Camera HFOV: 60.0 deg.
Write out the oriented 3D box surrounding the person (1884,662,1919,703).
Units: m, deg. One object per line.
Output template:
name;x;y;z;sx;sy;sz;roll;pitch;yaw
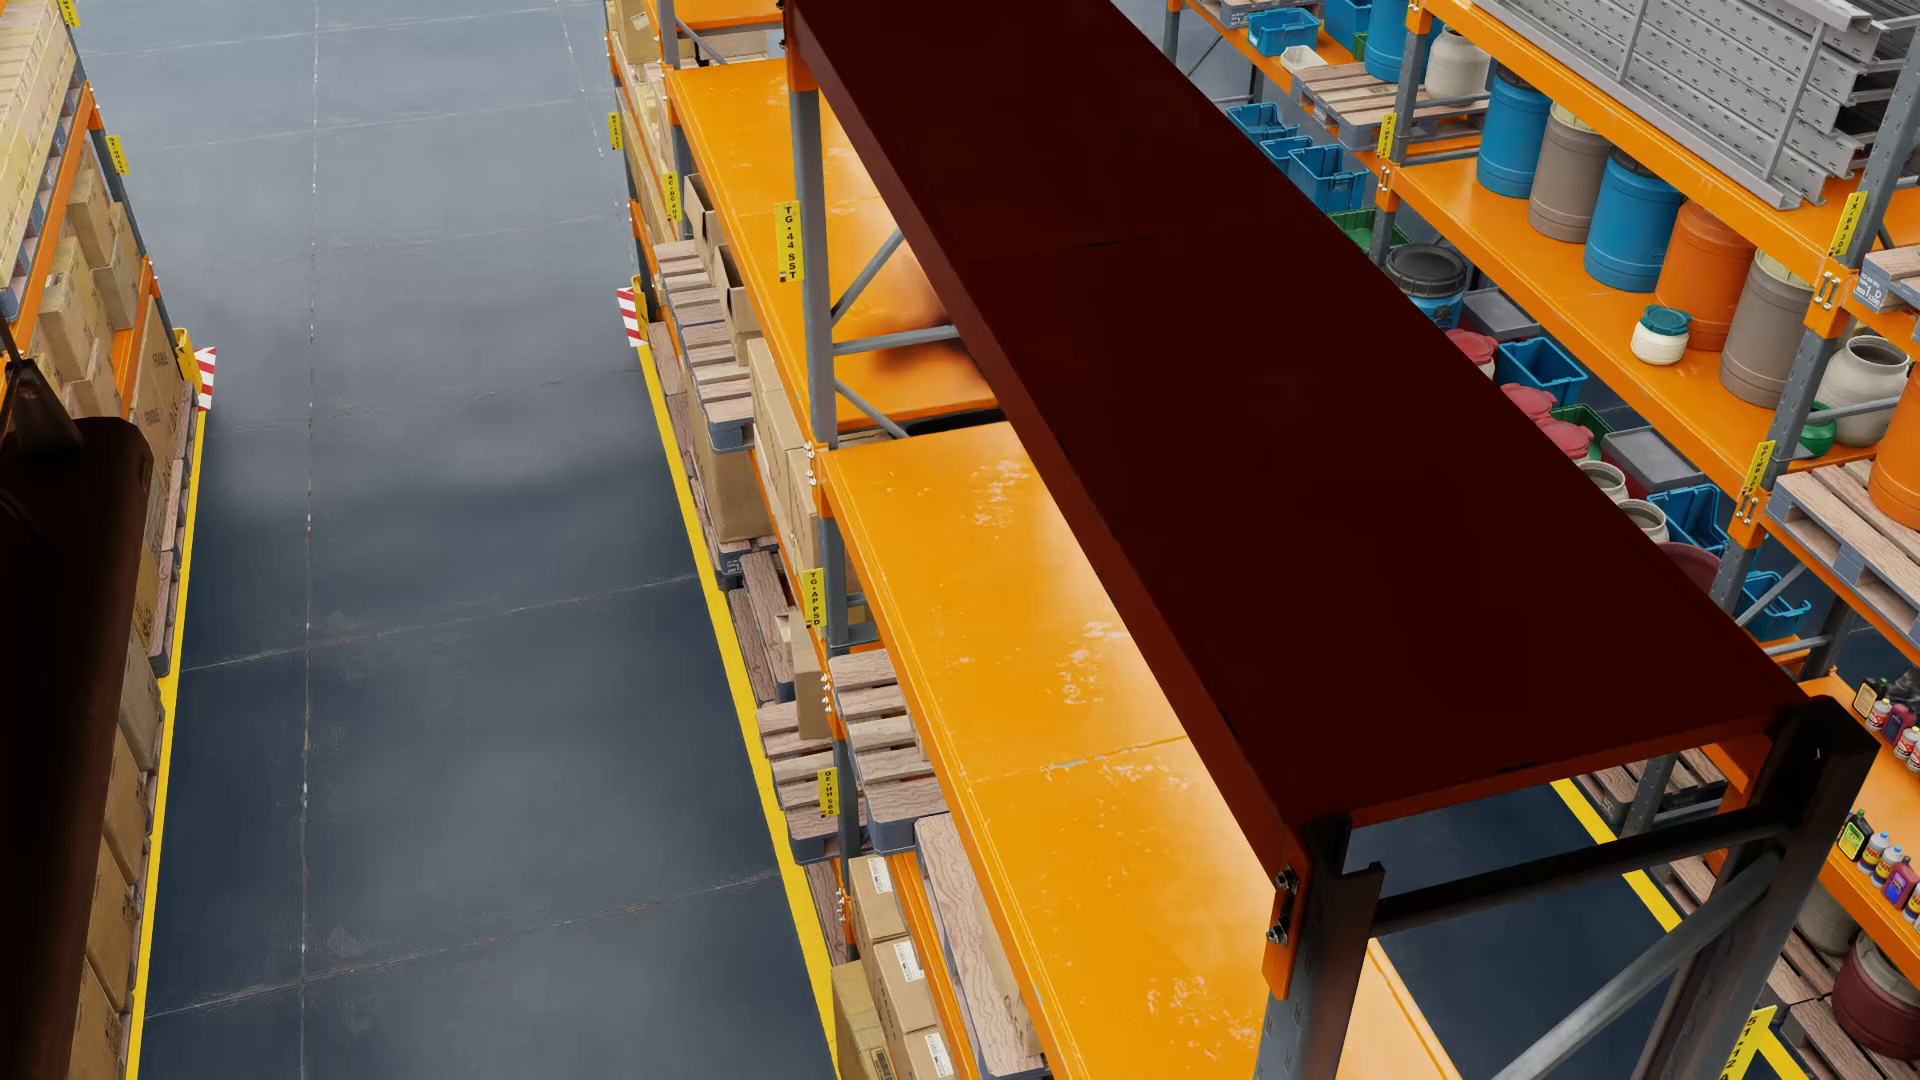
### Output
person;6.670;0.565;10.787;0.572;1.699;0.866;-20;42;-23
